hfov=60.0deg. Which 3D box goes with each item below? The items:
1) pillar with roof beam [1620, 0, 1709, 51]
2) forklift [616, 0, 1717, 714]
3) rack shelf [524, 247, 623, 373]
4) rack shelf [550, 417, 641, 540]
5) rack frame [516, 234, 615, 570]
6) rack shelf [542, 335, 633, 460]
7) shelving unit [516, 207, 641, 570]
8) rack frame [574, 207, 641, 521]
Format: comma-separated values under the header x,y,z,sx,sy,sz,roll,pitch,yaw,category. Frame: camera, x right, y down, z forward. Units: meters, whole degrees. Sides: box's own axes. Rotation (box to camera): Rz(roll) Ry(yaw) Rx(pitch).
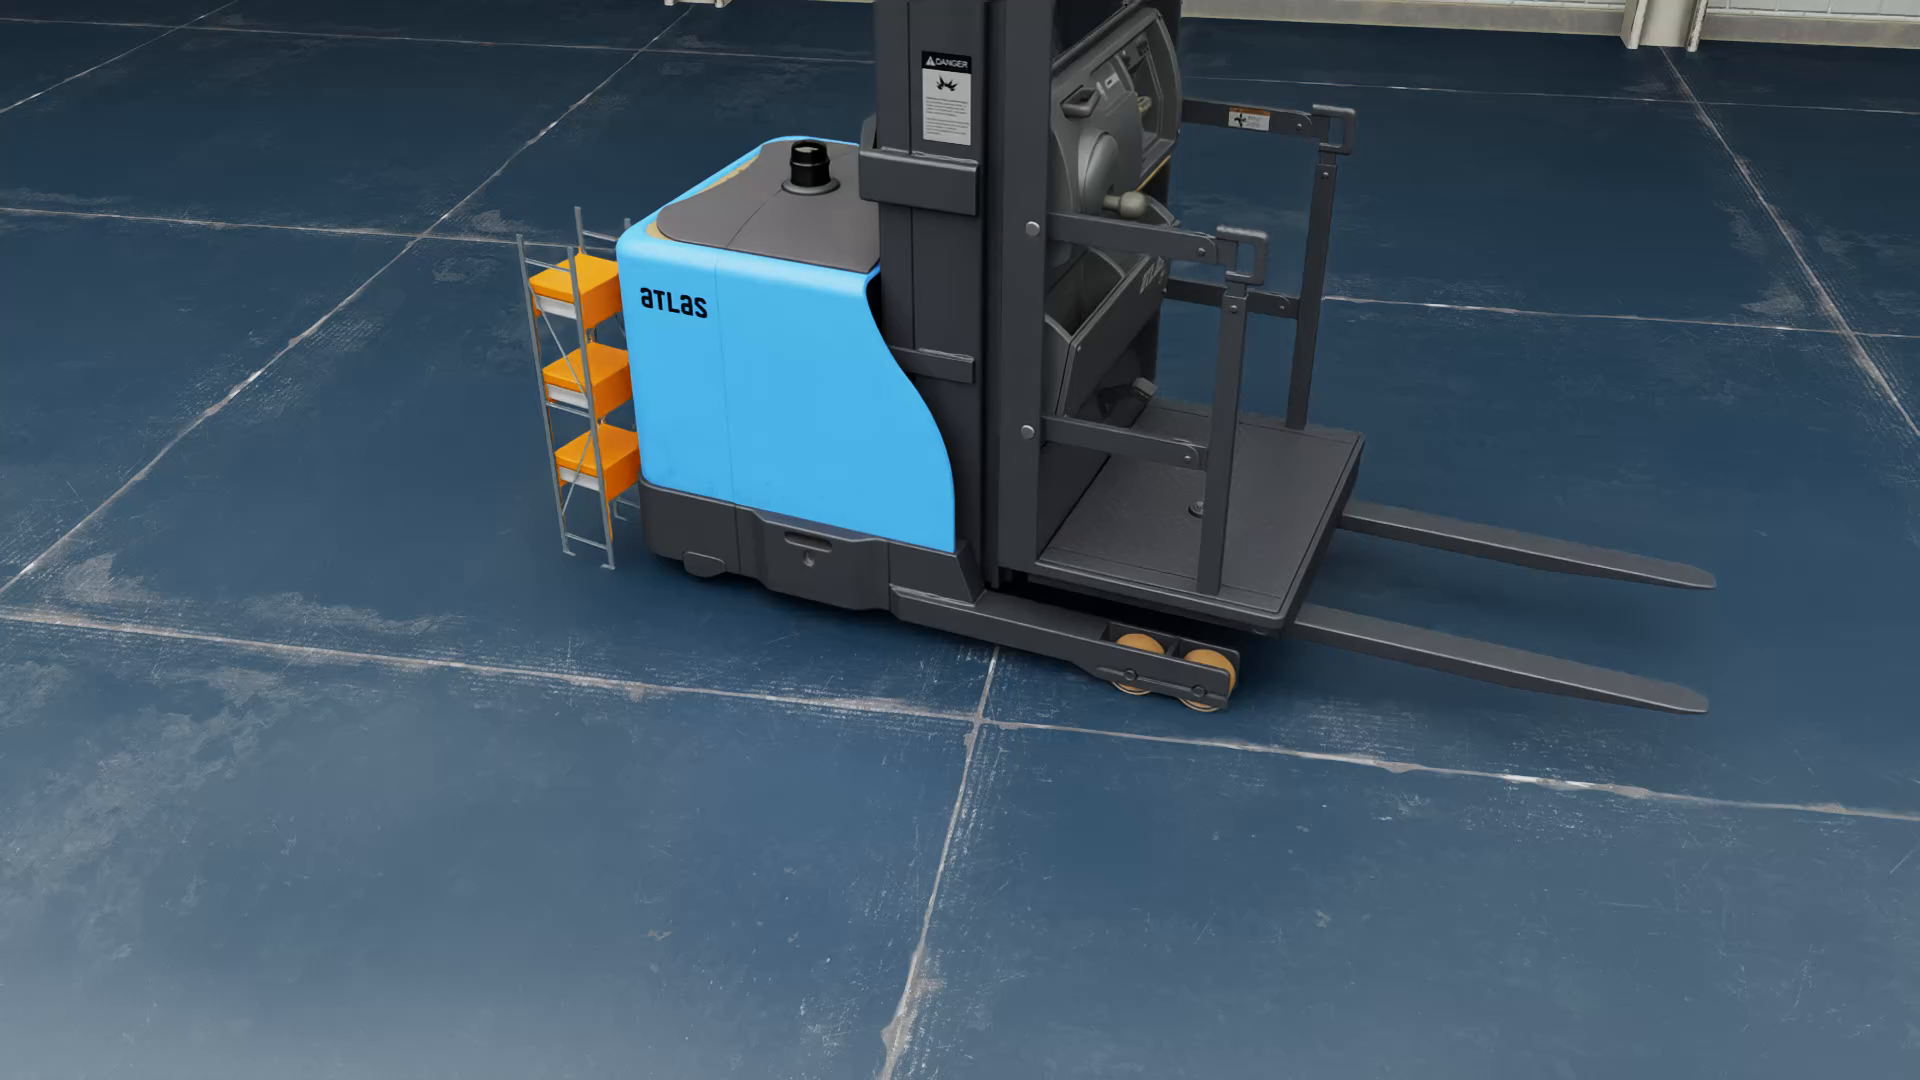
x,y,z,sx,sy,sz,roll,pitch,yaw,category
3.491,-4.568,4.066,0.400,9.000,9.100,5,32,8,pillar with roof beam
0.598,-1.098,4.242,3.031,2.935,1.130,13,34,19,forklift
-1.087,-0.668,4.813,0.215,0.259,0.240,17,36,25,rack shelf
-1.087,-0.192,5.111,0.215,0.259,0.240,17,36,25,rack shelf
-1.147,-0.380,4.868,0.200,1.050,0.008,17,36,25,rack frame
-1.087,-0.428,4.964,0.215,0.259,0.240,17,36,25,rack shelf
-1.087,-0.437,4.958,0.215,1.050,0.252,17,36,25,shelving unit
-1.027,-0.493,5.048,0.200,1.050,0.008,17,36,25,rack frame
